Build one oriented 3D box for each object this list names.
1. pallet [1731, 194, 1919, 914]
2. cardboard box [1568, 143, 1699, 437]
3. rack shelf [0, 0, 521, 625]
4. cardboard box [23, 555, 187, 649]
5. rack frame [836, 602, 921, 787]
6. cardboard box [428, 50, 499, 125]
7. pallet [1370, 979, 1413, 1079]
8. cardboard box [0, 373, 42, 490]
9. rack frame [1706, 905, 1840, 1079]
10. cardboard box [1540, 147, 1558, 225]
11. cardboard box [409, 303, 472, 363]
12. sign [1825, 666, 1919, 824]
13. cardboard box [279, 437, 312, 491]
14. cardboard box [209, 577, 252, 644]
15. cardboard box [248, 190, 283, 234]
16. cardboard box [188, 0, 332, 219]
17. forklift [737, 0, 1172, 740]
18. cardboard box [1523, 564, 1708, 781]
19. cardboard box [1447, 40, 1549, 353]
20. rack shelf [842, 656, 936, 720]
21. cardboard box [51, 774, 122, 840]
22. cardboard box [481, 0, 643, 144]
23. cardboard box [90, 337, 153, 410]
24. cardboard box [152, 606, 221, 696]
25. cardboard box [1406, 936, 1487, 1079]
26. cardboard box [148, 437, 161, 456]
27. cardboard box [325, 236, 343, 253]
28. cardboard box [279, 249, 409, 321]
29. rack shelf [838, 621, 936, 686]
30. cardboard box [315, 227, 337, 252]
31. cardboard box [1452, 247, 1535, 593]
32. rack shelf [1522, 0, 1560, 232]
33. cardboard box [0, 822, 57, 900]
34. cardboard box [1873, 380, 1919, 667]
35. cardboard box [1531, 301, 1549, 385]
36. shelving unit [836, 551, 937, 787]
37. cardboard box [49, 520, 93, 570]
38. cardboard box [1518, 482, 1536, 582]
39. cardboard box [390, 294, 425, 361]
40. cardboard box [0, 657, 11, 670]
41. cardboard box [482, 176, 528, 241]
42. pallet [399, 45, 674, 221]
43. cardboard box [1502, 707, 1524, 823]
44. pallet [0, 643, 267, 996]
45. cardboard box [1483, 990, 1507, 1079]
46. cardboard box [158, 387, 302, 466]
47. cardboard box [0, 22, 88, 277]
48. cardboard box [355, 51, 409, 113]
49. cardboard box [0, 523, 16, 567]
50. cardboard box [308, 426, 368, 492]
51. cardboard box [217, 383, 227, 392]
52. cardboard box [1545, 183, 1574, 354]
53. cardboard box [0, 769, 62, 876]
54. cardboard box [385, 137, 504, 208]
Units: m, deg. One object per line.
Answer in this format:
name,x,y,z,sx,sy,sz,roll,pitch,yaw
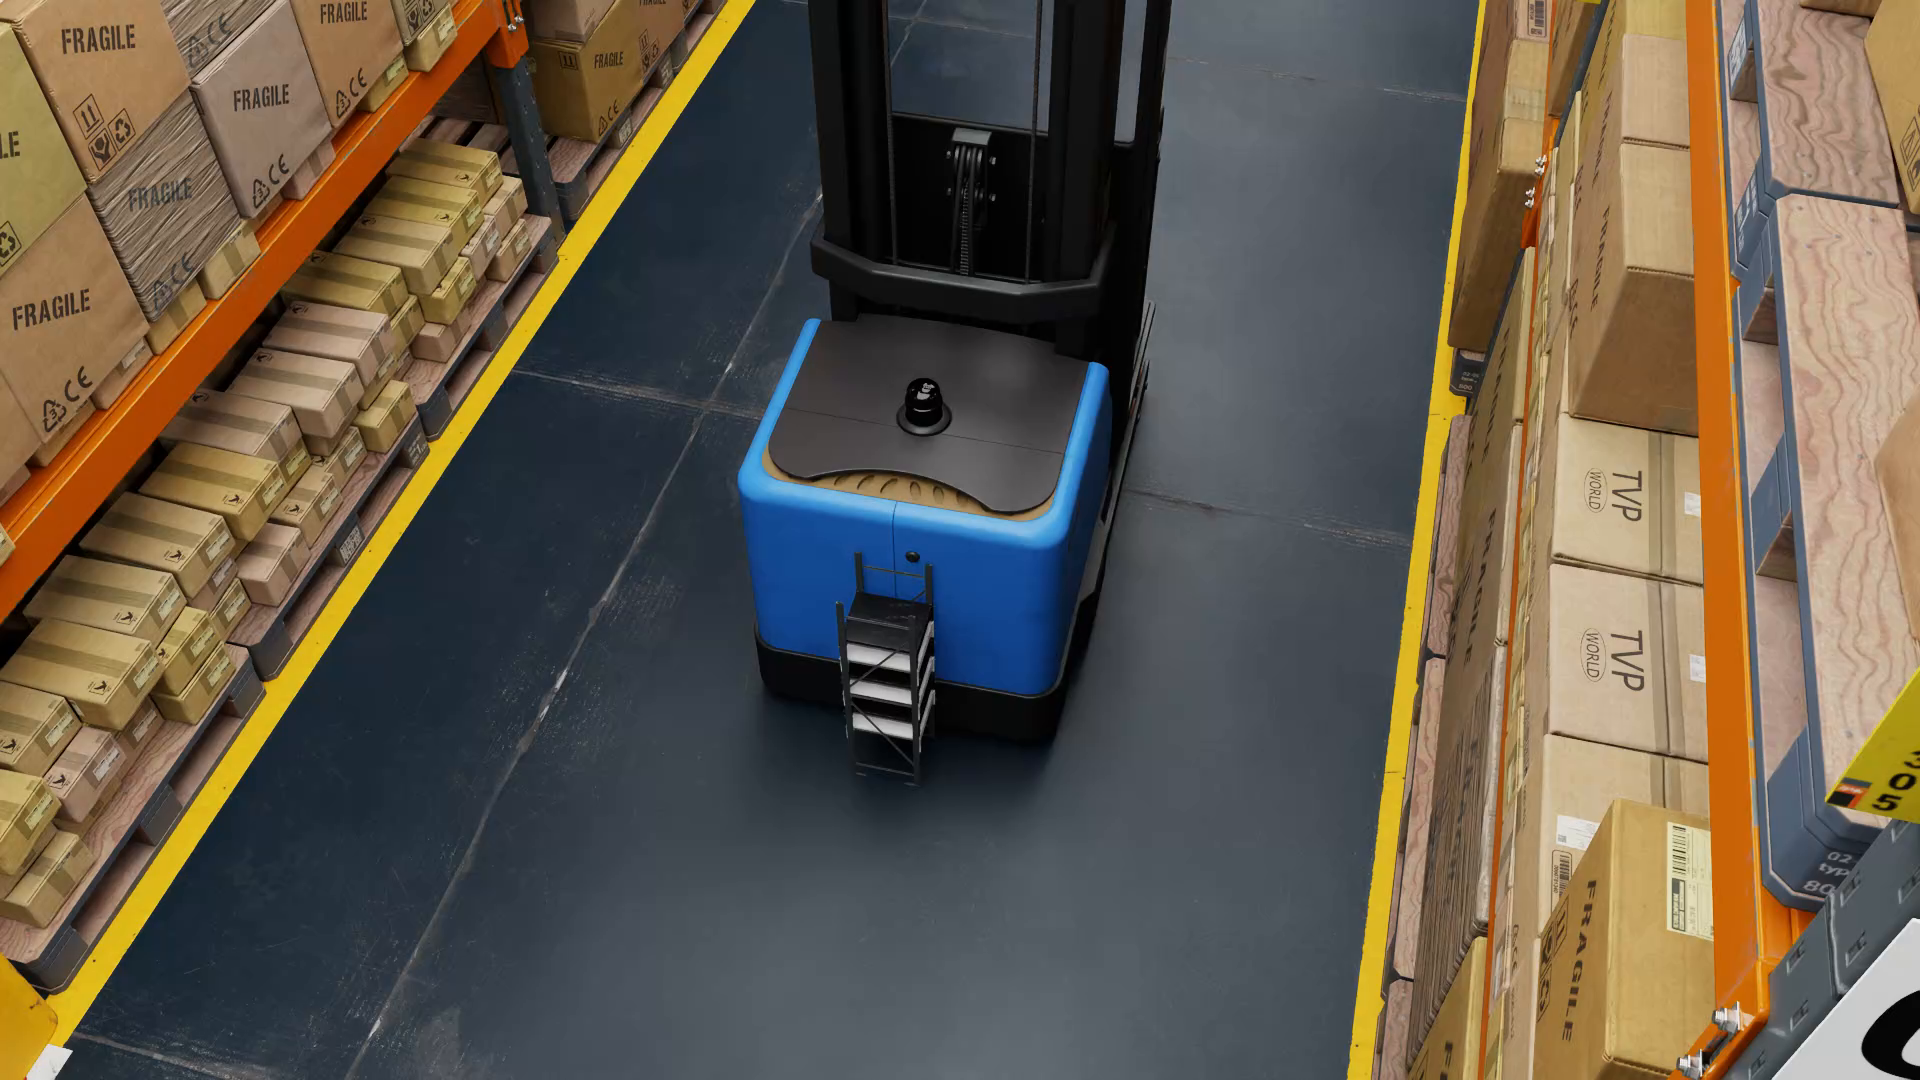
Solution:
pallet,1.633,0.043,2.270,1.003,0.211,1.213,12,50,10
cardboard box,1.858,-0.617,4.196,0.500,0.500,0.500,10,49,9
rack shelf,-2.784,-0.715,5.361,1.077,0.370,4.000,12,50,10
cardboard box,-2.713,0.213,5.286,0.380,0.149,0.250,9,49,8
rack frame,-0.248,0.502,5.207,0.240,0.900,0.006,10,49,9
cardboard box,-2.306,-2.297,7.664,0.500,0.500,0.500,11,49,9
pallet,1.583,1.874,4.455,1.003,0.211,1.213,12,50,10
cardboard box,-2.810,-0.301,4.250,0.500,0.500,0.500,12,50,10
rack frame,1.448,1.545,2.886,1.000,3.000,0.127,12,50,10
cardboard box,2.102,-1.117,5.403,0.380,0.149,0.250,12,50,10
cardboard box,-2.189,-0.869,6.638,0.380,0.149,0.250,10,49,9
sign,0.928,0.169,1.562,0.100,0.325,0.005,12,50,10
cardboard box,-2.557,-0.283,5.922,0.380,0.149,0.250,14,50,12
cardboard box,-2.667,0.229,5.669,0.380,0.149,0.250,12,50,10
cardboard box,-2.451,-1.117,5.403,0.380,0.149,0.250,11,49,9
cardboard box,-2.383,-1.391,5.212,0.500,0.500,0.500,11,50,10
forklift,0.144,-1.430,5.557,1.130,2.935,3.031,10,49,9
cardboard box,1.587,0.358,3.835,0.500,0.250,0.500,10,49,9
cardboard box,2.650,-1.251,6.490,1.225,0.875,0.875,12,50,10
rack shelf,-0.225,0.449,5.298,0.258,0.077,0.200,10,49,9
cardboard box,-2.874,0.776,5.186,0.380,0.149,0.250,11,50,10
cardboard box,-1.808,-2.194,7.573,0.500,0.500,0.500,13,50,11
cardboard box,-2.637,-0.548,4.901,0.380,0.149,0.250,11,49,9
cardboard box,-2.648,0.325,5.385,0.380,0.149,0.250,13,50,11
cardboard box,1.539,1.630,3.947,0.875,0.875,0.875,12,50,10
cardboard box,-2.985,-0.459,5.879,0.380,0.149,0.250,12,50,10
cardboard box,-2.672,-1.111,6.653,0.380,0.149,0.250,11,50,10
cardboard box,-2.332,-0.937,6.301,0.380,0.149,0.250,13,50,11
rack shelf,-0.225,0.330,5.163,0.258,0.077,0.200,10,49,9
cardboard box,-2.697,-1.204,6.537,0.380,0.149,0.250,11,49,10
cardboard box,2.250,-0.322,5.671,0.875,0.875,0.875,12,50,10
rack shelf,3.027,-2.557,6.986,1.077,0.370,4.000,12,50,10
cardboard box,-2.925,0.871,4.904,0.380,0.149,0.250,13,50,12
cardboard box,1.533,-0.039,1.870,0.700,0.500,0.500,9,49,8
cardboard box,1.896,-0.546,4.898,0.380,0.149,0.250,10,49,9
shelving unit,-0.225,0.427,5.273,0.258,0.900,0.210,10,49,9
cardboard box,-3.188,0.008,5.665,0.380,0.149,0.250,12,50,11
cardboard box,1.693,0.011,4.407,0.380,0.149,0.250,10,49,9
cardboard box,-2.308,-0.846,6.419,0.380,0.149,0.250,12,50,10
cardboard box,-3.251,0.496,5.433,0.380,0.149,0.250,11,50,10
cardboard box,-2.034,-1.404,6.911,0.380,0.149,0.250,12,50,11
pallet,-2.055,-2.041,7.910,1.003,0.211,1.213,12,50,10
cardboard box,1.491,0.567,3.917,0.380,0.149,0.250,11,49,9
pallet,-3.043,0.780,5.421,1.003,0.211,1.213,12,50,10
cardboard box,1.290,1.117,3.431,0.380,0.149,0.250,12,50,10
cardboard box,-2.544,-0.368,5.798,0.380,0.149,0.250,12,50,10
cardboard box,-2.651,-0.980,4.182,0.500,0.500,0.500,11,49,9
cardboard box,-2.198,-1.675,5.895,0.380,0.149,0.250,13,50,12
cardboard box,-2.760,0.030,4.390,0.380,0.149,0.250,10,49,9
cardboard box,-2.438,-0.321,6.154,0.380,0.149,0.250,12,50,11
cardboard box,-2.968,-0.552,6.159,0.380,0.149,0.250,11,50,10
cardboard box,1.988,-0.750,4.813,0.500,0.250,0.500,11,50,10
cardboard box,-2.845,0.789,4.778,0.380,0.149,0.250,10,49,8
cardboard box,-2.101,-1.484,6.783,0.380,0.149,0.250,13,50,11
